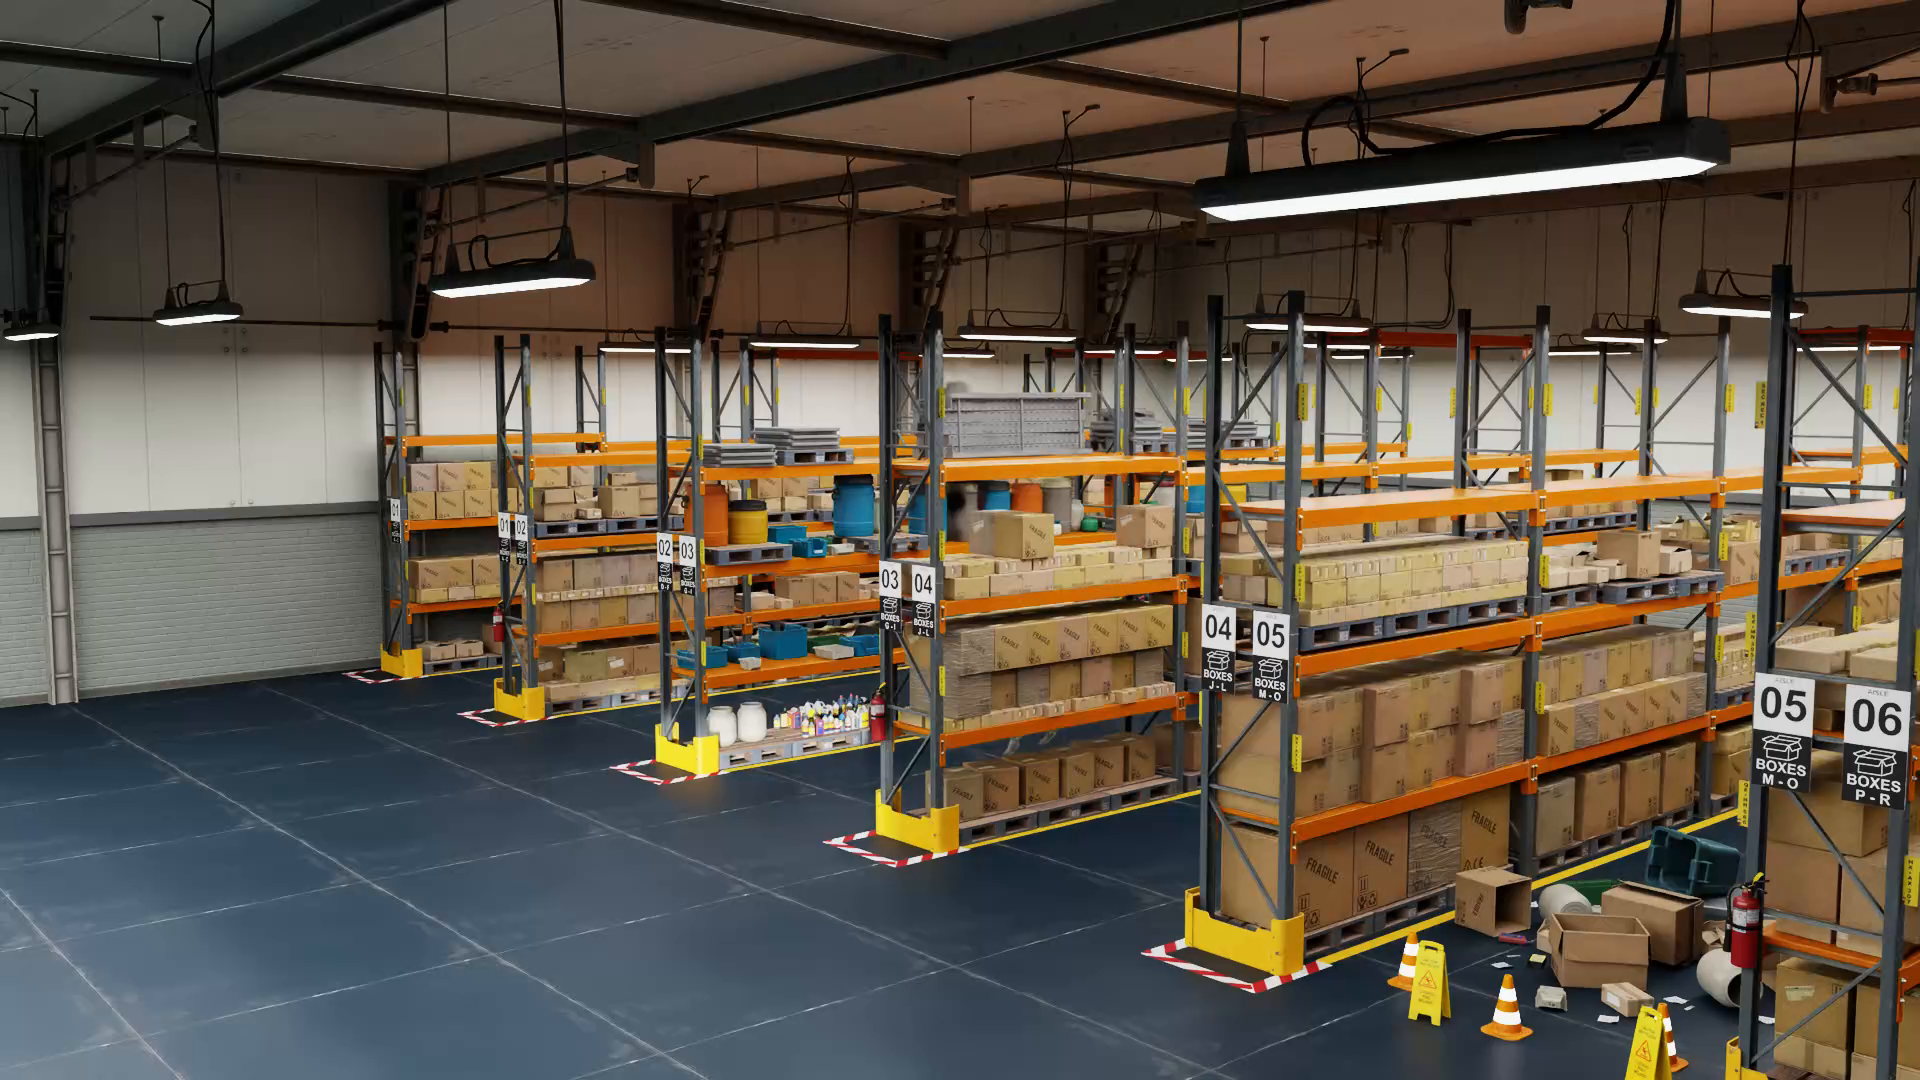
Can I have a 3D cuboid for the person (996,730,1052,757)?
[{"bbox_3d":[0.905,2.082,22.549,0.927,1.651,0.656,-4,7,-39],"label":"person"}]
